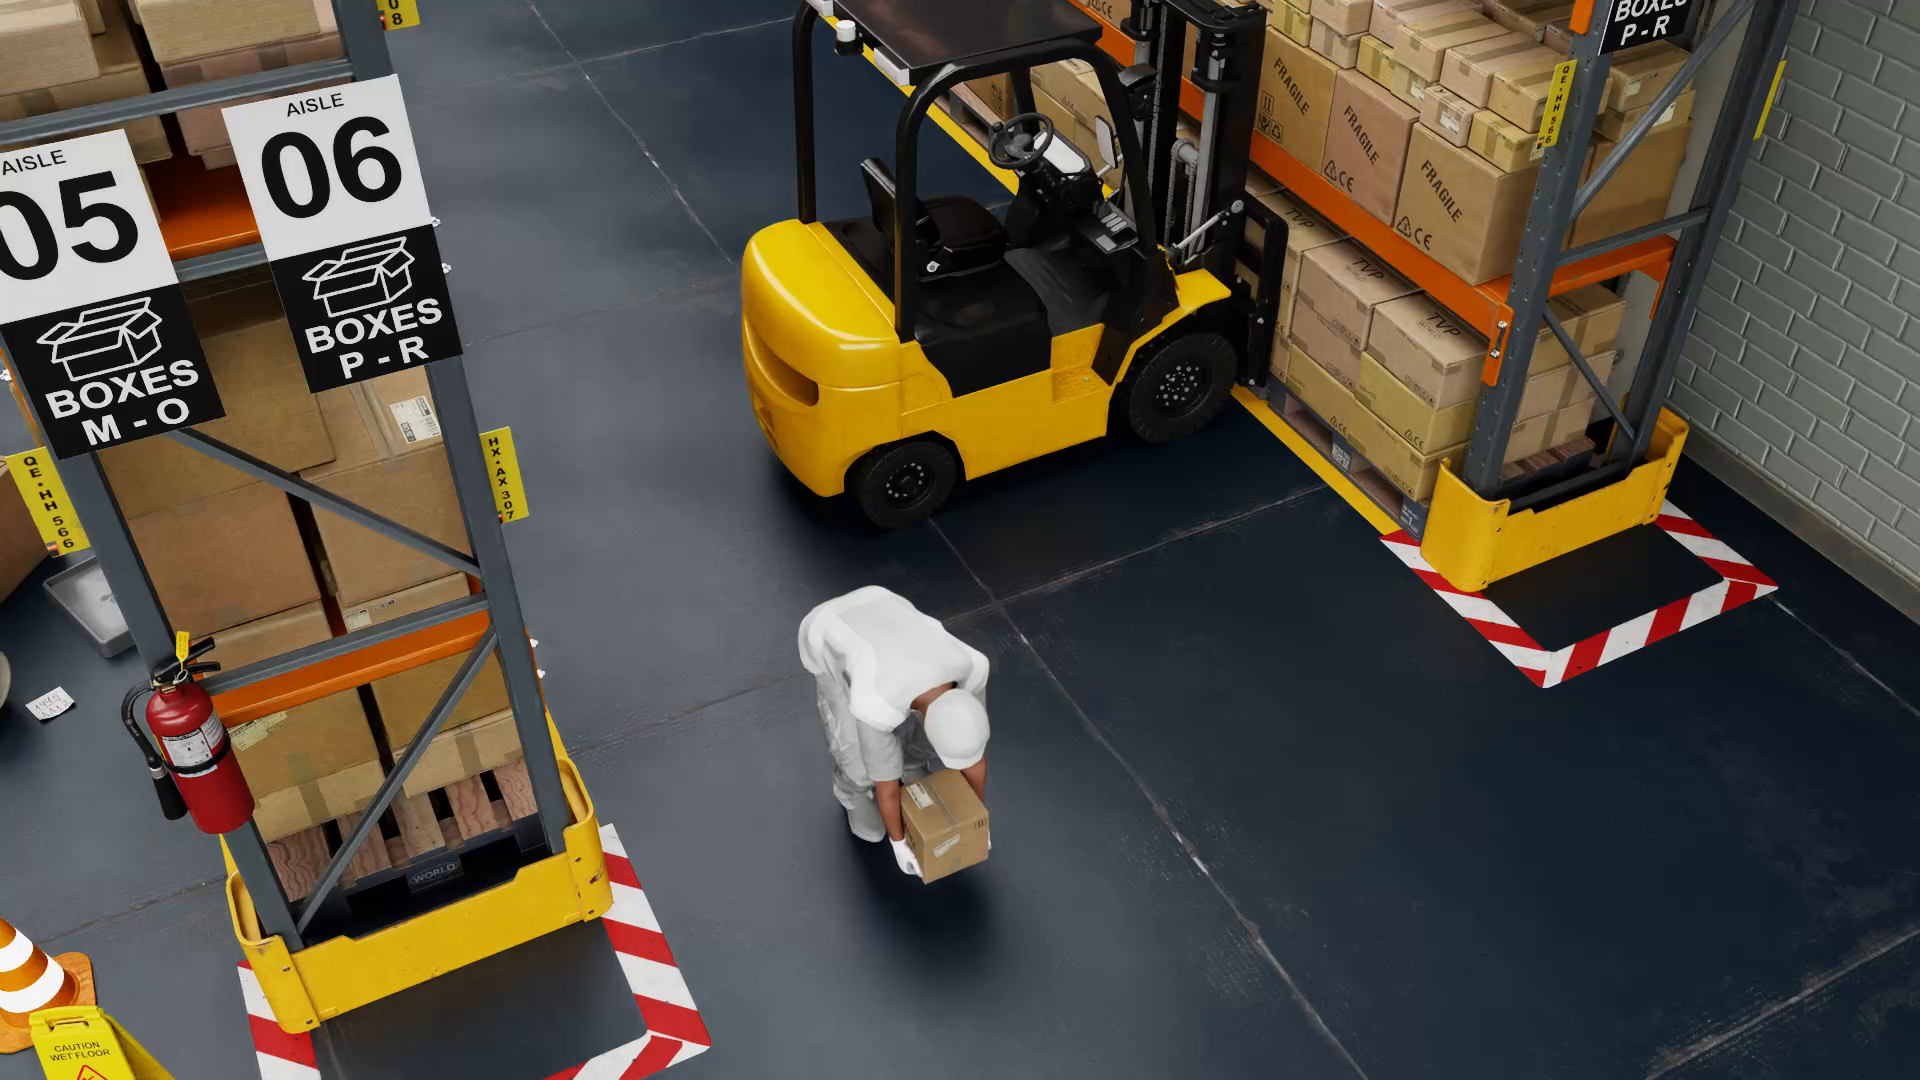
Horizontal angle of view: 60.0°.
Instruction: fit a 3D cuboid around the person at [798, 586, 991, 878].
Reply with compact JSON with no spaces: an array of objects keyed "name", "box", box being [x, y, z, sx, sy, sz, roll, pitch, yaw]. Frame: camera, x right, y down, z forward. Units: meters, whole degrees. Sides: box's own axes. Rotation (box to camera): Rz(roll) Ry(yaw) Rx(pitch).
[{"name":"person","box":[-0.199,0.694,5.935,0.522,1.007,0.964,-21,45,-22]}]
